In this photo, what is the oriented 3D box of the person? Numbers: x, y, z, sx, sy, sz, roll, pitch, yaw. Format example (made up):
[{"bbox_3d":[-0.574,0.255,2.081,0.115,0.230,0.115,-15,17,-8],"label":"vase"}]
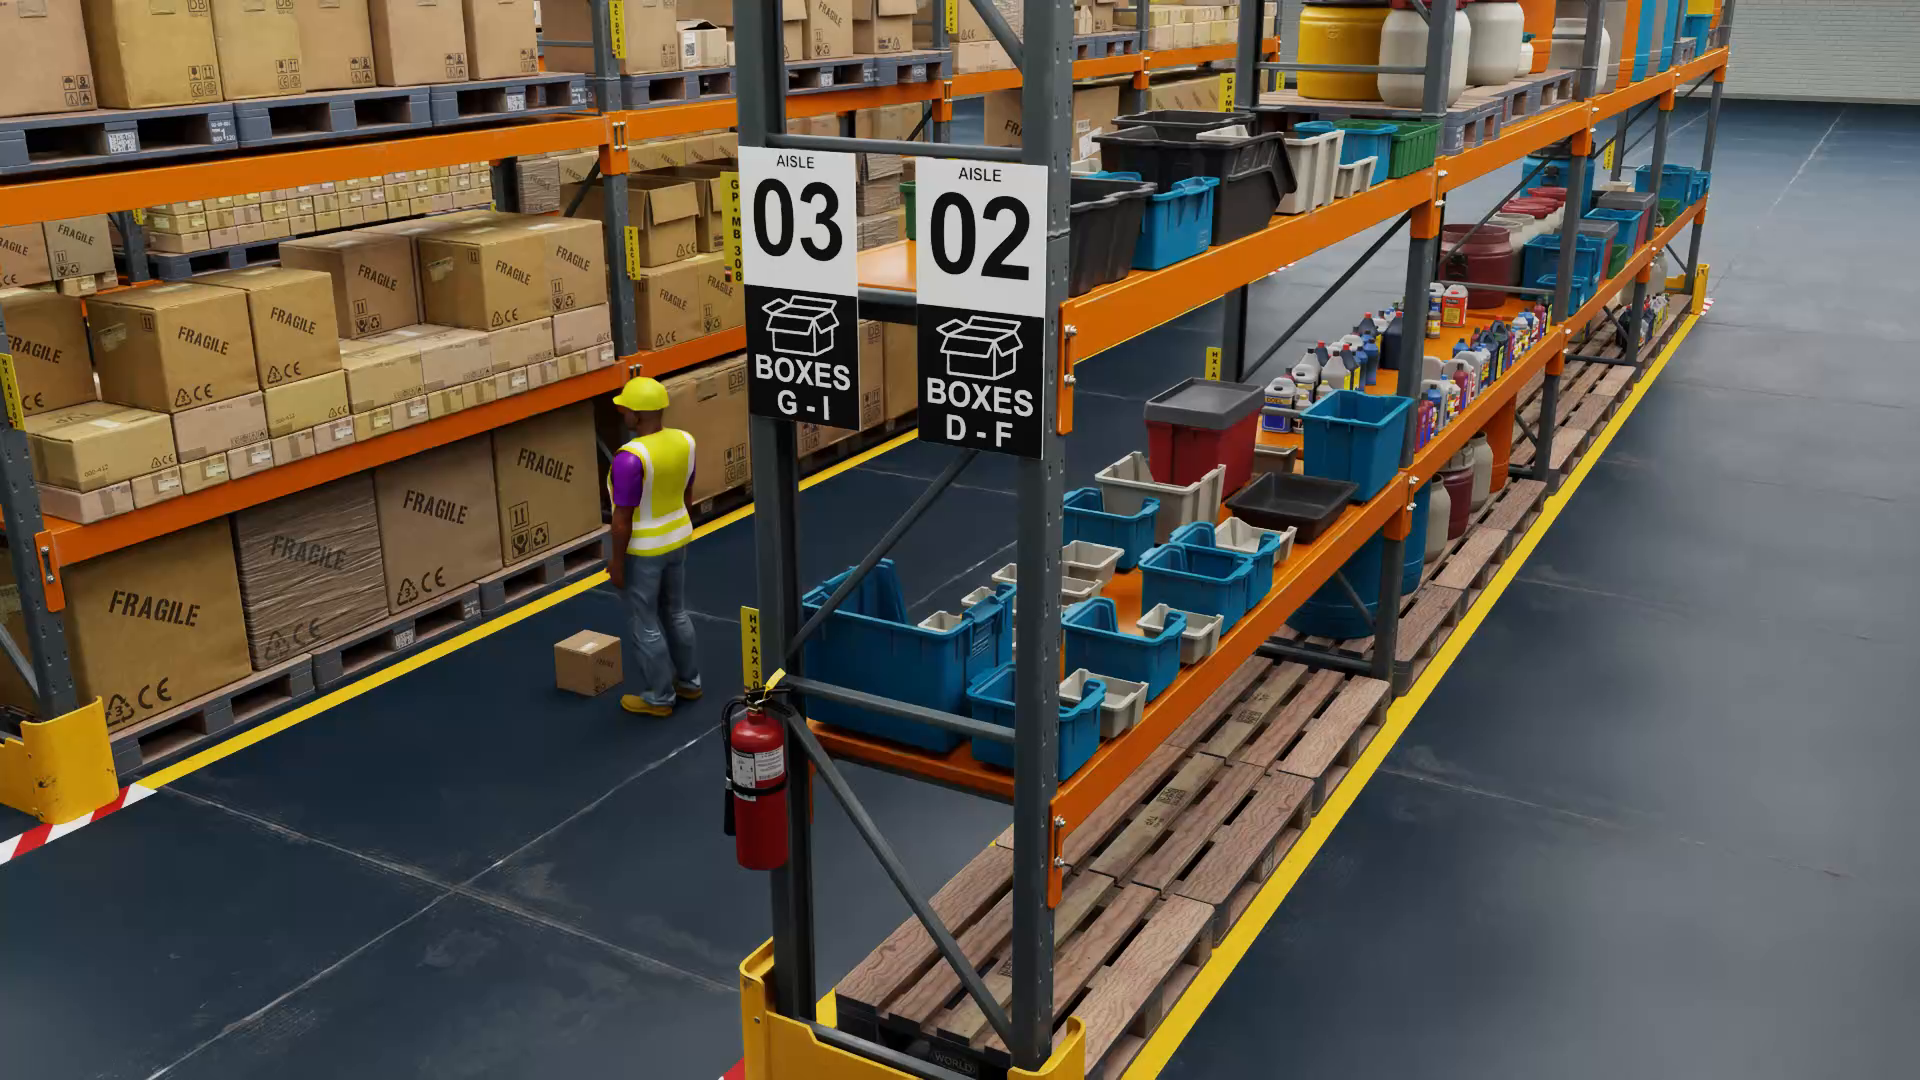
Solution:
[{"bbox_3d":[-1.561,0.007,8.426,0.342,1.699,0.559,11,22,29],"label":"person"}]
